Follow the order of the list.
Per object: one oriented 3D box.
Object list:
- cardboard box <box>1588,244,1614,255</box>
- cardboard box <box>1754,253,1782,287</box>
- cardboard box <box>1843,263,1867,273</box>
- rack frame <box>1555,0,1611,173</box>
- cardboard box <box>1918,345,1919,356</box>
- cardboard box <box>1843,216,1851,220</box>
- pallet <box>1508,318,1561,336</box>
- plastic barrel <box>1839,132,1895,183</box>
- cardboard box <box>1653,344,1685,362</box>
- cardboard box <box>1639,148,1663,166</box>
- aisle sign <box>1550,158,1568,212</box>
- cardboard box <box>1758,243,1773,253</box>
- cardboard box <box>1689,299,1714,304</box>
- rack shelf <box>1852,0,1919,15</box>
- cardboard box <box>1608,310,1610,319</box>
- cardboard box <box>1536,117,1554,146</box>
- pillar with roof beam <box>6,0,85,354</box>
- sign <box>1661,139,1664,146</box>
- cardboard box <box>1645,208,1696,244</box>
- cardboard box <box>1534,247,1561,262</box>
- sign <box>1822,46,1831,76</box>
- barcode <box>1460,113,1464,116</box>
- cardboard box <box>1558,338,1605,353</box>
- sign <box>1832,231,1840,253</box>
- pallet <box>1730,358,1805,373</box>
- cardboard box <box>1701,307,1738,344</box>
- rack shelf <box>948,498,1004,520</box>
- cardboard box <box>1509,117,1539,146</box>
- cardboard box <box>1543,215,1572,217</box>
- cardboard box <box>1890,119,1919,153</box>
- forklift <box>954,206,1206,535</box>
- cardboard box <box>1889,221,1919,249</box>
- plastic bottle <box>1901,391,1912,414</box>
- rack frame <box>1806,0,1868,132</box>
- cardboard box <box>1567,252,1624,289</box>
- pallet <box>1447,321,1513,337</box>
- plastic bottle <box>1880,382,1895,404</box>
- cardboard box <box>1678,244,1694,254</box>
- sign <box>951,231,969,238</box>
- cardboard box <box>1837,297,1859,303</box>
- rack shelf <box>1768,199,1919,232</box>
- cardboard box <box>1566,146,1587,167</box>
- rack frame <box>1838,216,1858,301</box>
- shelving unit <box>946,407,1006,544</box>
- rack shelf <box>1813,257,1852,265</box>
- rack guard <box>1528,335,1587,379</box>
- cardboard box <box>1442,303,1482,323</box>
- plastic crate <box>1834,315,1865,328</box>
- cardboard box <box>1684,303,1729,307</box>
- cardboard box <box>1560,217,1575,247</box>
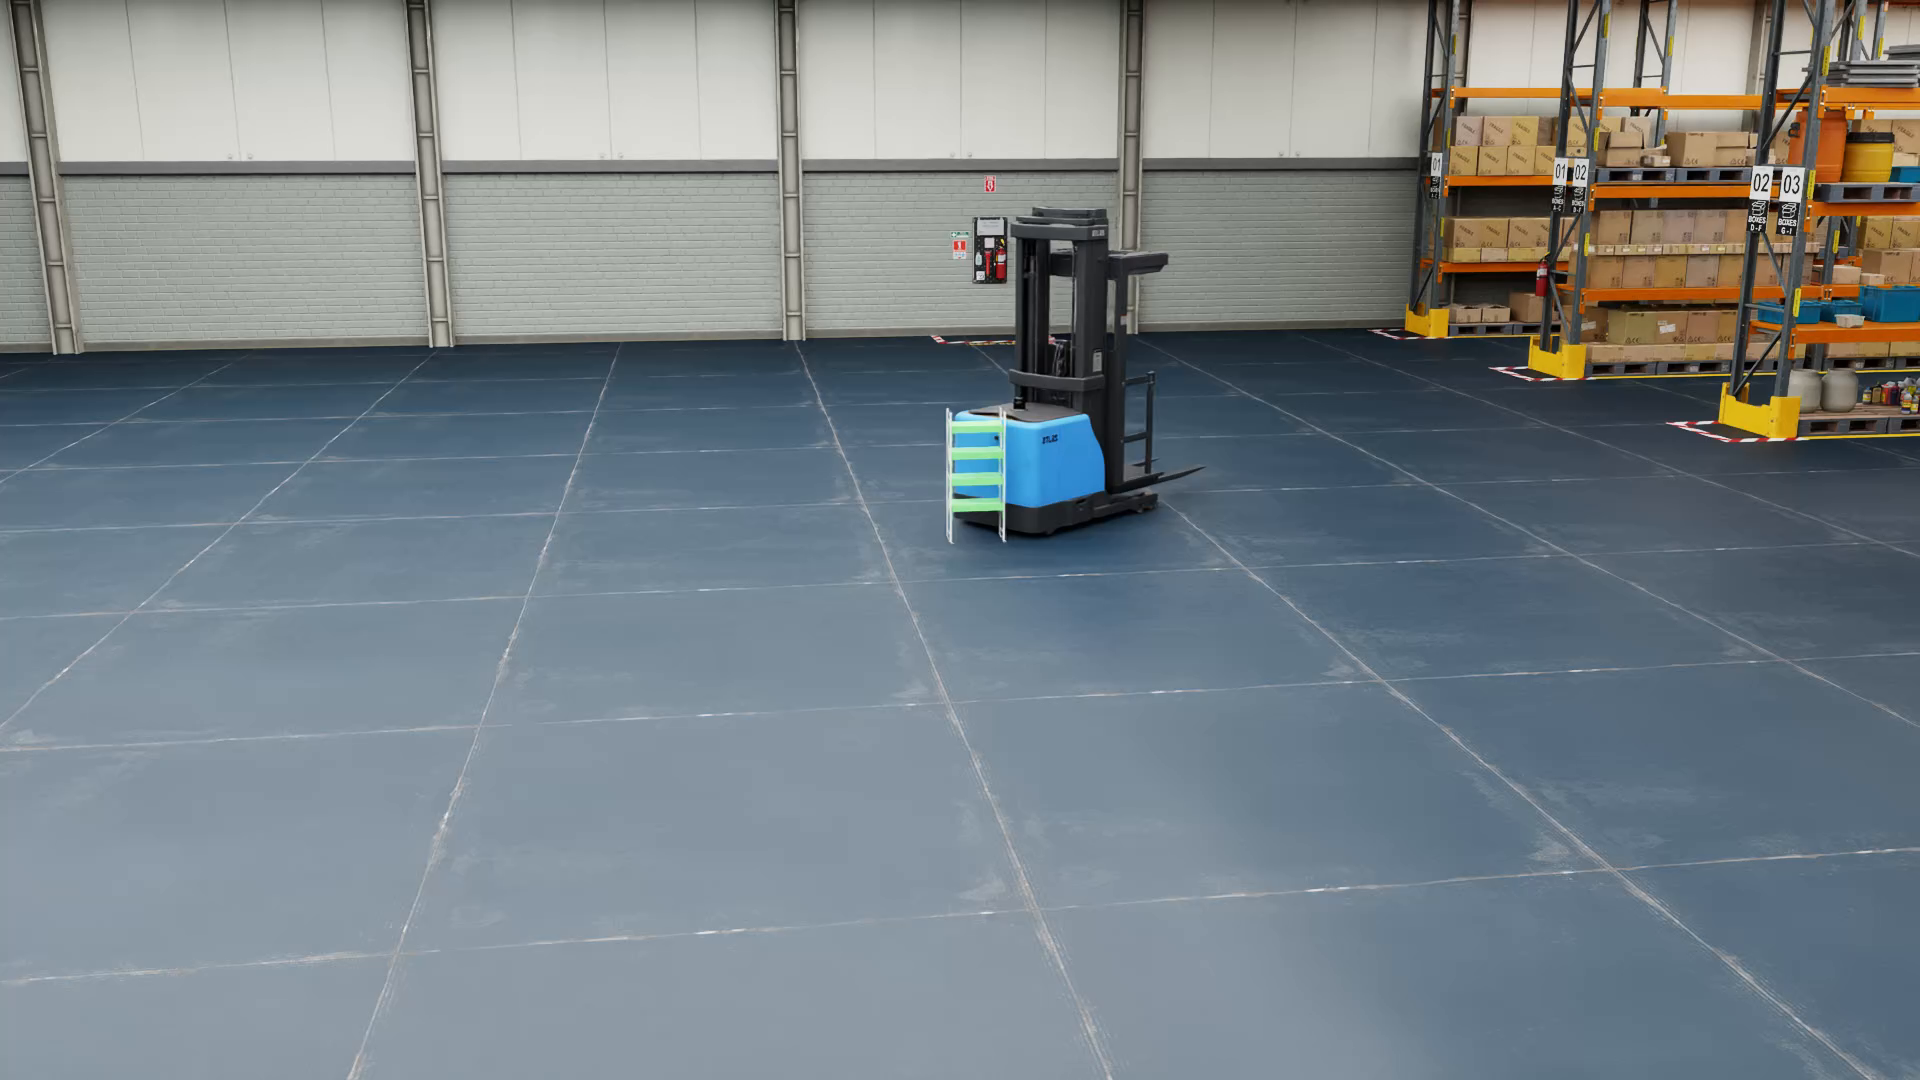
[{"bbox_3d":[9.536,-4.334,24.798,0.250,0.149,0.380,-2,14,-9],"label":"cardboard box"},{"bbox_3d":[12.113,-4.164,25.452,0.500,0.500,0.700,-2,14,-9],"label":"cardboard box"},{"bbox_3d":[13.914,-4.164,25.936,0.258,0.266,0.396,-2,14,-10],"label":"cardboard box"},{"bbox_3d":[9.116,-6.918,24.309,0.127,3.000,1.000,-2,14,-8],"label":"rack frame"},{"bbox_3d":[15.028,-3.034,25.943,0.500,0.250,0.500,-2,14,-7],"label":"cardboard box"},{"bbox_3d":[16.695,-6.135,31.118,0.500,0.250,0.500,-2,14,-7],"label":"cardboard box"},{"bbox_3d":[10.462,-3.914,30.396,1.213,0.211,1.003,-2,14,-8],"label":"pallet"},{"bbox_3d":[10.959,-4.639,20.135,0.600,0.588,0.600,0,14,0],"label":"plastic barrel"},{"bbox_3d":[10.668,-2.881,25.334,0.500,0.250,0.500,-2,14,-8],"label":"cardboard box"},{"bbox_3d":[10.216,-5.767,25.043,0.500,0.250,0.500,-2,14,-8],"label":"cardboard box"},{"bbox_3d":[9.008,-5.338,24.995,0.004,0.787,0.394,-2,14,-8],"label":"aisle sign"},{"bbox_3d":[12.072,-4.427,25.168,0.250,0.149,0.380,-2,14,-8],"label":"cardboard box"},{"bbox_3d":[13.559,-4.407,30.863,0.500,0.500,0.700,-2,14,-9],"label":"cardboard box"},{"bbox_3d":[18.263,-9.735,30.188,4.000,0.370,1.077,-2,14,-8],"label":"rack shelf"},{"bbox_3d":[11.805,-4.157,30.553,0.250,0.166,0.380,-4,15,-16],"label":"cardboard box"},{"bbox_3d":[10.289,-7.328,29.806,0.500,0.500,0.500,-2,14,-8],"label":"cardboard box"},{"bbox_3d":[-14.153,-6.438,22.393,0.400,9.000,9.100,-2,14,-8],"label":"pillar with roof beam"},{"bbox_3d":[12.418,-6.920,29.420,0.005,0.325,0.100,-2,14,-8],"label":"sign"},{"bbox_3d":[10.650,-4.741,25.086,0.500,0.500,0.700,-2,14,-8],"label":"cardboard box"},{"bbox_3d":[10.421,-5.135,29.799,0.500,0.250,0.500,-2,14,-8],"label":"cardboard box"},{"bbox_3d":[9.928,-5.493,19.055,0.005,0.325,0.100,-2,14,-8],"label":"sign"},{"bbox_3d":[9.002,-7.625,29.800,0.075,0.075,0.001,-2,14,-8],"label":"barcode"},{"bbox_3d":[9.603,-2.969,25.683,0.500,0.250,0.500,-2,14,-8],"label":"cardboard box"},{"bbox_3d":[13.156,-4.478,24.970,0.005,0.325,0.100,-2,14,-8],"label":"sign"},{"bbox_3d":[12.279,-2.782,25.881,1.213,0.211,1.003,-2,14,-8],"label":"pallet"},{"bbox_3d":[11.656,-3.283,25.395,0.500,0.500,0.500,-2,14,-8],"label":"cardboard box"},{"bbox_3d":[0.142,-0.289,15.155,0.480,0.148,0.258,-2,14,-8],"label":"rack shelf"},{"bbox_3d":[9.800,-7.181,29.220,0.500,0.500,0.500,-2,14,-7],"label":"cardboard box"},{"bbox_3d":[10.828,-5.644,30.287,0.500,0.500,0.500,-2,14,-7],"label":"cardboard box"},{"bbox_3d":[14.247,-6.142,25.284,0.500,0.500,0.500,-1,14,-3],"label":"cardboard box"},{"bbox_3d":[1.305,-1.759,16.212,1.130,2.935,3.031,13,19,41],"label":"forklift"},{"bbox_3d":[17.323,-5.665,30.786,0.500,0.500,0.500,-2,14,-6],"label":"cardboard box"},{"bbox_3d":[11.690,-1.698,20.529,0.097,0.271,0.097,0,14,0],"label":"plastic bottle"},{"bbox_3d":[13.072,-7.063,24.887,0.127,3.000,1.000,-2,14,-8],"label":"rack frame"},{"bbox_3d":[9.580,-4.071,25.082,0.500,0.500,0.700,-2,14,-8],"label":"cardboard box"},{"bbox_3d":[9.258,-3.871,30.223,1.213,0.211,1.003,-2,14,-8],"label":"pallet"},{"bbox_3d":[11.855,-1.884,21.261,0.135,0.276,0.152,-2,14,-8],"label":"plastic bottle"},{"bbox_3d":[10.810,-4.381,24.986,0.250,0.149,0.380,-2,14,-9],"label":"cardboard box"},{"bbox_3d":[-0.001,-5.413,29.475,0.331,0.109,0.001,-2,14,-8],"label":"sign"},{"bbox_3d":[17.032,-4.646,31.136,0.750,0.750,0.750,-2,14,-9],"label":"cardboard box"},{"bbox_3d":[11.828,-3.995,20.299,4.000,0.370,1.077,-2,14,-8],"label":"rack shelf"},{"bbox_3d":[10.823,-6.736,29.501,0.500,0.500,0.500,-3,14,-11],"label":"cardboard box"},{"bbox_3d":[16.285,-5.490,30.945,0.127,3.000,1.000,-2,14,-8],"label":"rack frame"},{"bbox_3d":[0.142,-0.583,15.081,0.503,1.200,0.258,-2,14,-8],"label":"shelving unit"},{"bbox_3d":[14.308,-5.068,30.744,4.000,0.370,1.077,-2,14,-8],"label":"rack shelf"},{"bbox_3d":[9.093,-2.795,25.339,0.348,0.500,1.175,-2,14,-8],"label":"rack guard"},{"bbox_3d":[9.072,-4.112,30.077,0.500,0.311,0.500,-4,15,-15],"label":"cardboard box"},{"bbox_3d":[10.783,-2.644,20.140,0.250,0.136,0.298,-2,14,-8],"label":"plastic crate"},{"bbox_3d":[11.578,-3.409,25.898,0.500,0.500,0.500,-2,14,-8],"label":"cardboard box"},{"bbox_3d":[10.916,-5.519,29.787,0.500,0.500,0.500,-3,14,-10],"label":"cardboard box"}]
